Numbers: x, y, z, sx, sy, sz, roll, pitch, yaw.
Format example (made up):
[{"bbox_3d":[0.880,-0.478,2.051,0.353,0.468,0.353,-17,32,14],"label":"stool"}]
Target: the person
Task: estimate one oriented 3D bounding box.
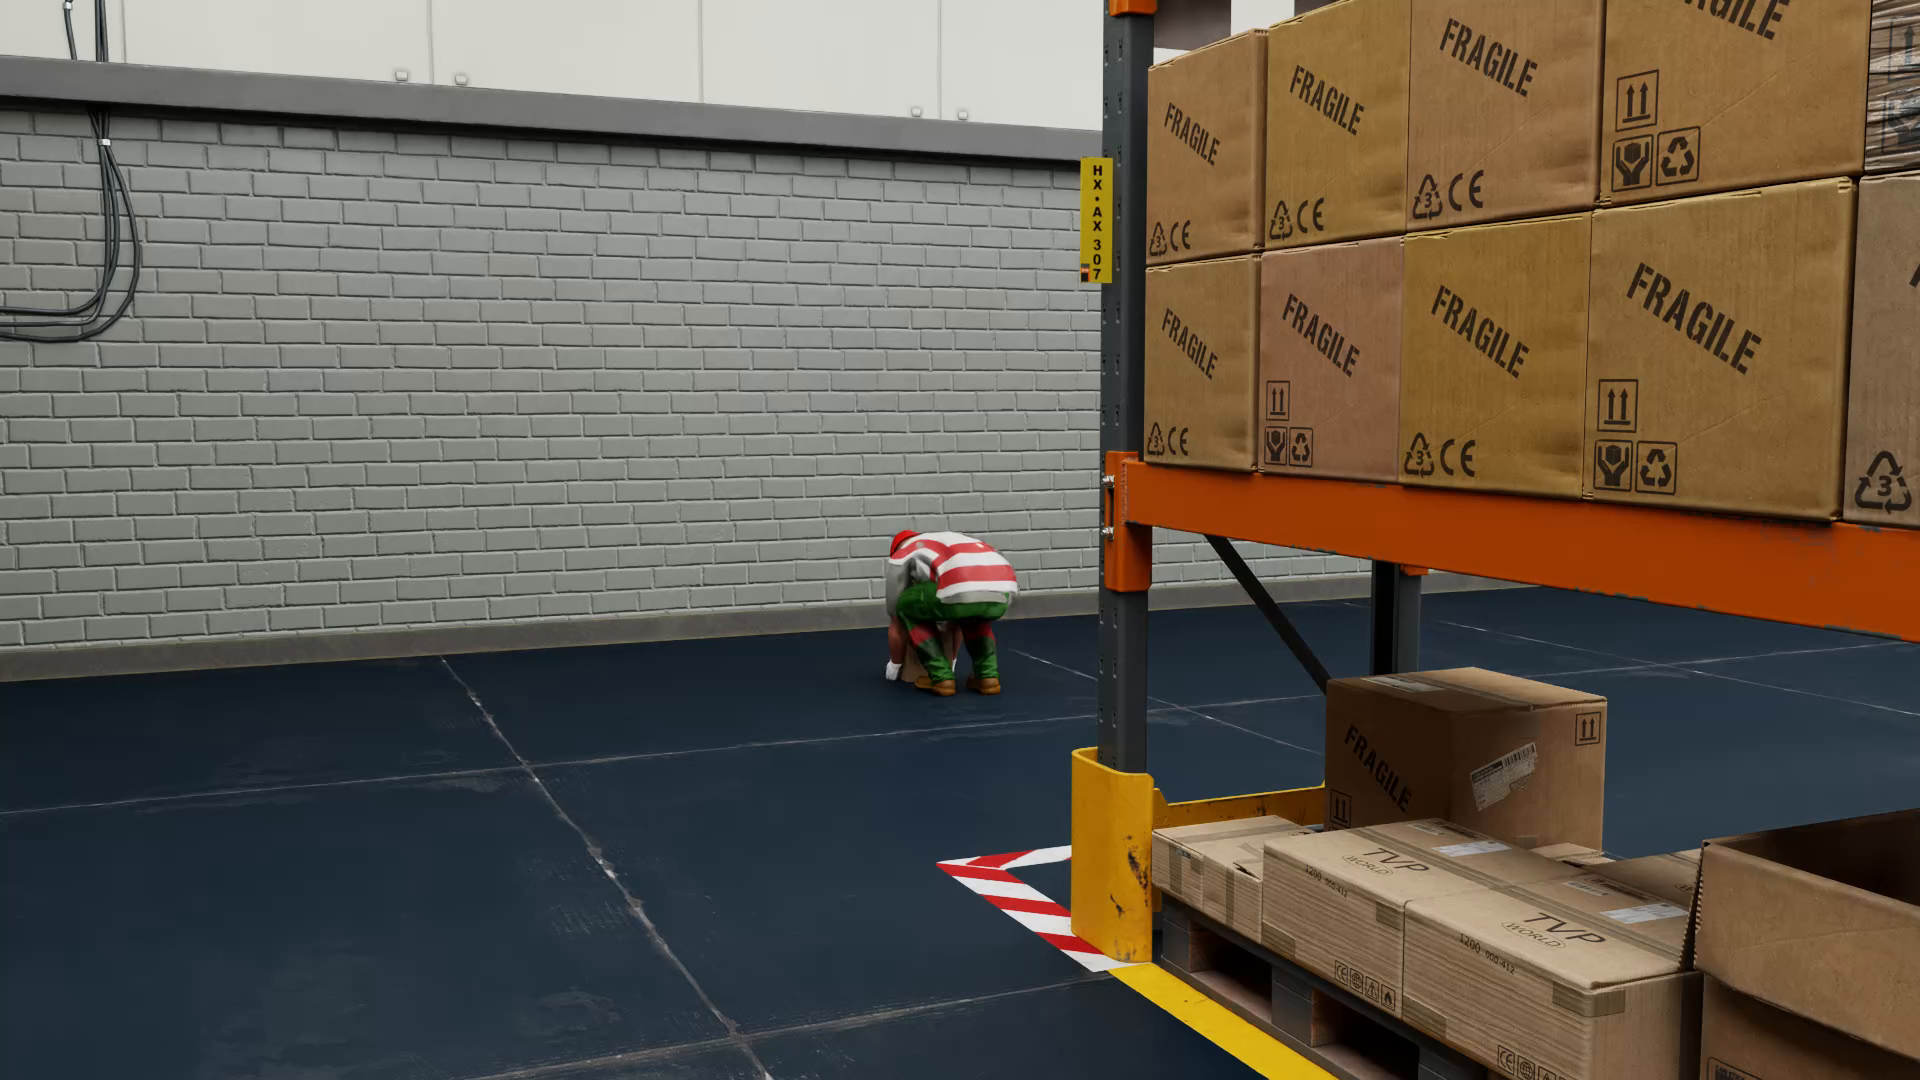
[{"bbox_3d":[-0.076,0.363,8.286,0.525,0.799,0.958,-2,6,-25],"label":"person"}]
